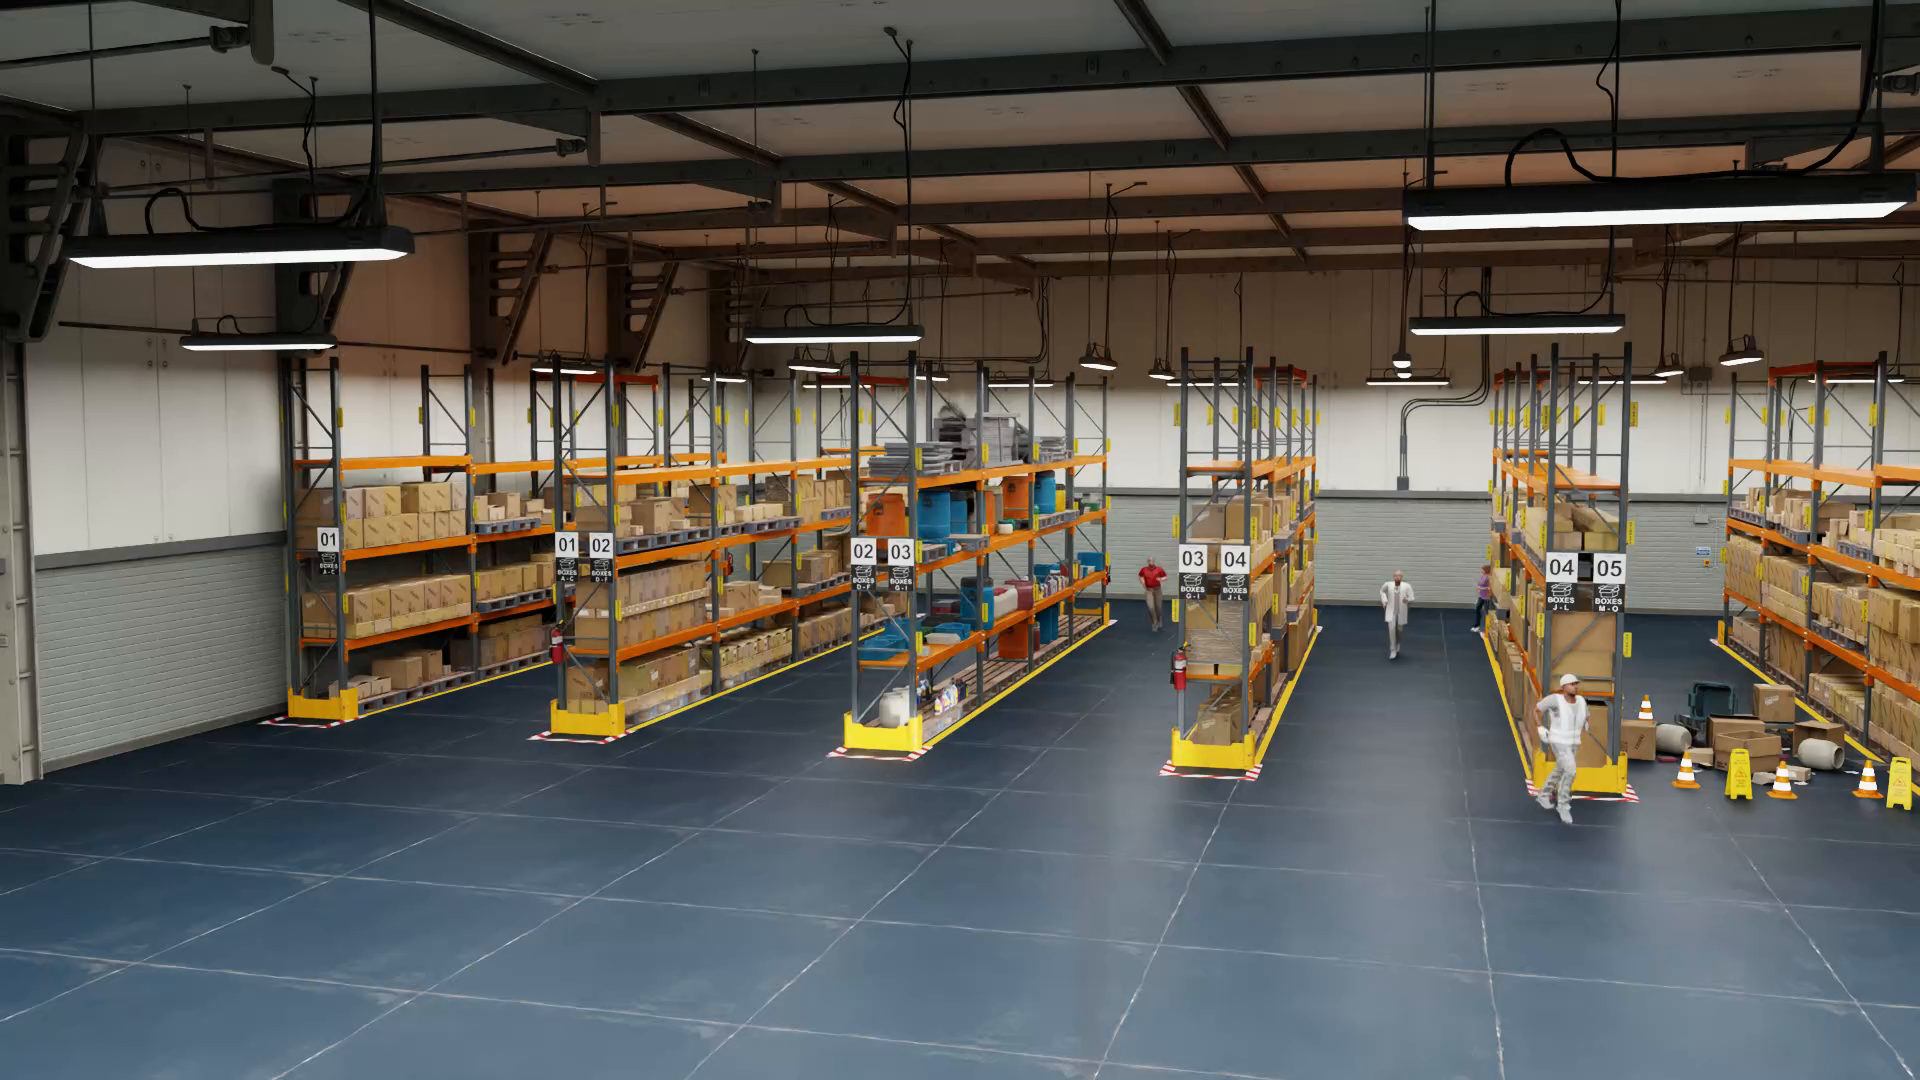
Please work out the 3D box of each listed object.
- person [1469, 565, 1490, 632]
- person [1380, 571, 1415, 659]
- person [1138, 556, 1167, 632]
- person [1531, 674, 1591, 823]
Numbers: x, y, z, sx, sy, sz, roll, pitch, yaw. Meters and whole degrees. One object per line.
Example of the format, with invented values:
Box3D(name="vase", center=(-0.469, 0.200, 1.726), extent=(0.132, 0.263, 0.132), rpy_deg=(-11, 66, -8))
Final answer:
Box3D(name="person", center=(12.347, 1.380, 38.828), extent=(0.782, 1.627, 0.541), rpy_deg=(-1, 4, -7))
Box3D(name="person", center=(9.174, 1.538, 34.919), extent=(0.704, 1.802, 1.046), rpy_deg=(1, 4, 13))
Box3D(name="person", center=(4.549, 1.275, 39.231), extent=(0.661, 1.791, 0.806), rpy_deg=(0, 4, 2))
Box3D(name="person", center=(7.596, 2.583, 20.930), extent=(0.681, 1.833, 0.730), rpy_deg=(-2, 5, -27))
